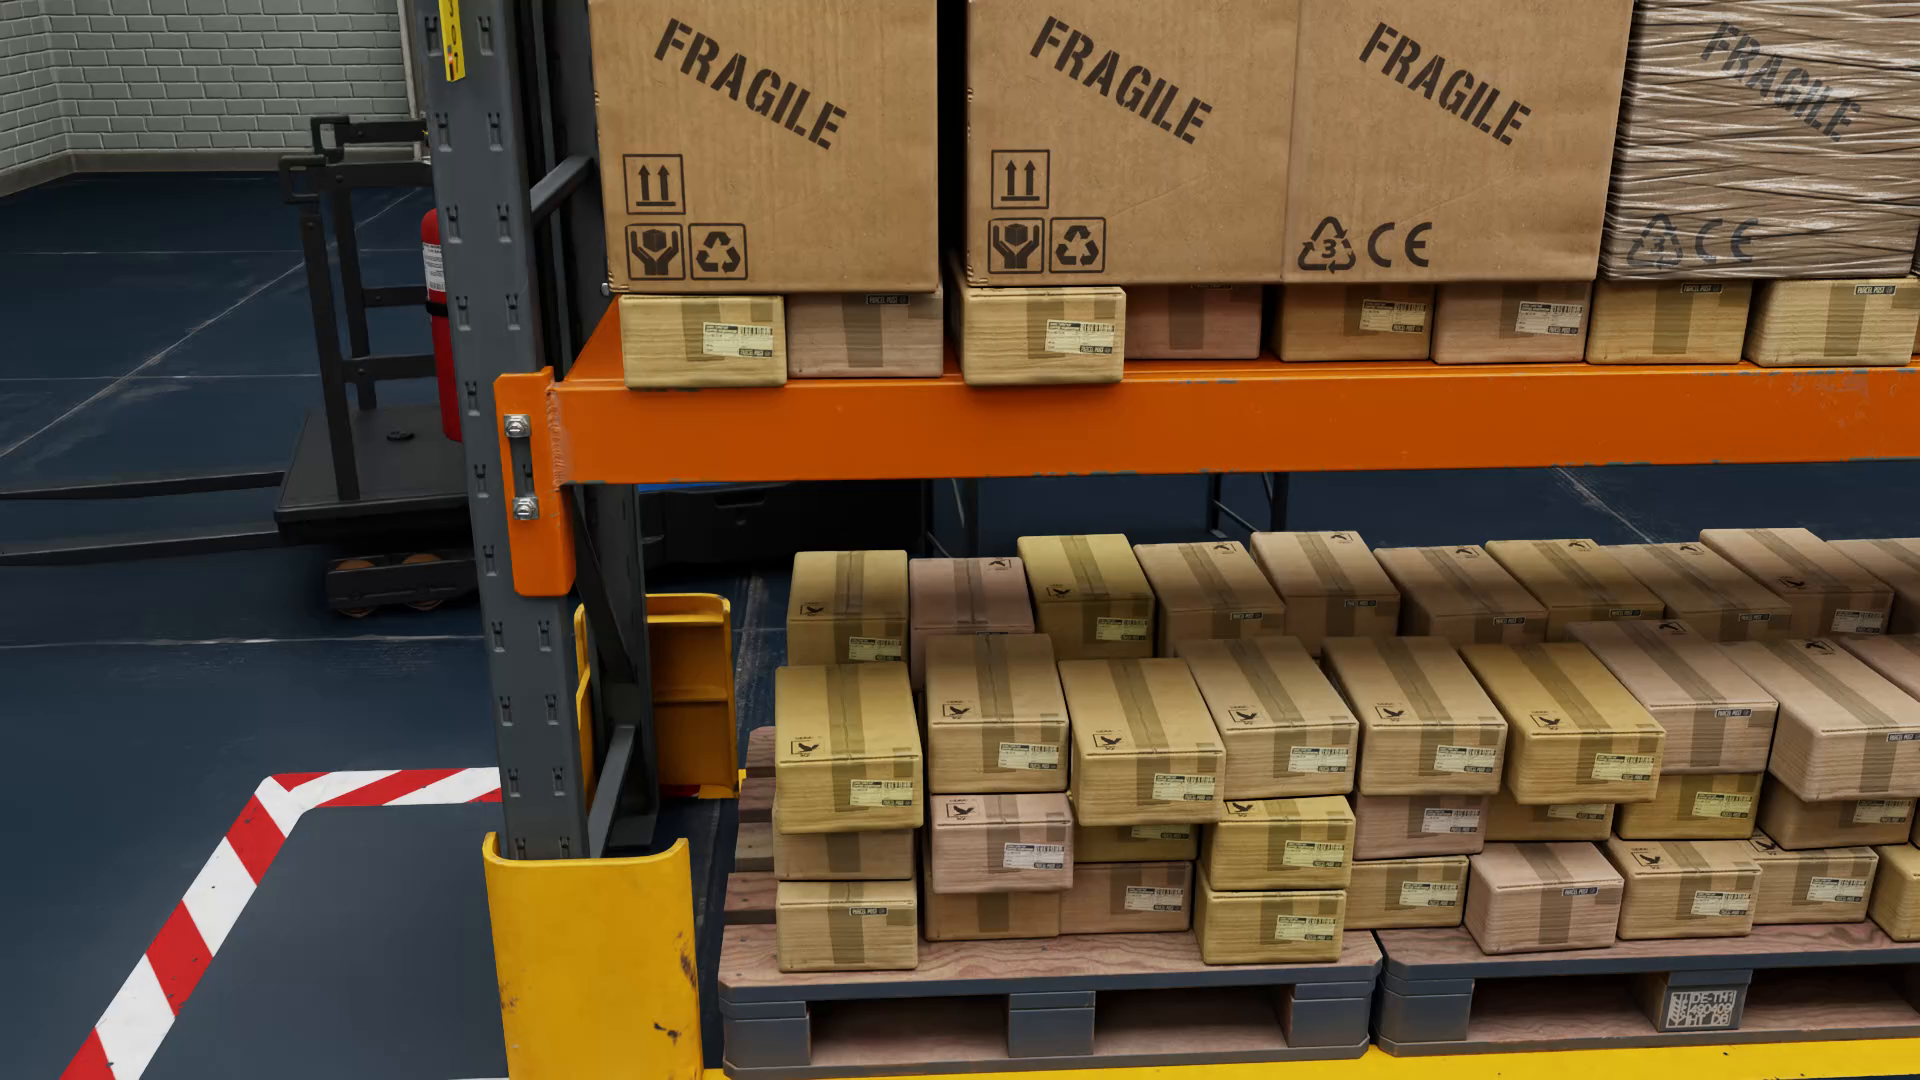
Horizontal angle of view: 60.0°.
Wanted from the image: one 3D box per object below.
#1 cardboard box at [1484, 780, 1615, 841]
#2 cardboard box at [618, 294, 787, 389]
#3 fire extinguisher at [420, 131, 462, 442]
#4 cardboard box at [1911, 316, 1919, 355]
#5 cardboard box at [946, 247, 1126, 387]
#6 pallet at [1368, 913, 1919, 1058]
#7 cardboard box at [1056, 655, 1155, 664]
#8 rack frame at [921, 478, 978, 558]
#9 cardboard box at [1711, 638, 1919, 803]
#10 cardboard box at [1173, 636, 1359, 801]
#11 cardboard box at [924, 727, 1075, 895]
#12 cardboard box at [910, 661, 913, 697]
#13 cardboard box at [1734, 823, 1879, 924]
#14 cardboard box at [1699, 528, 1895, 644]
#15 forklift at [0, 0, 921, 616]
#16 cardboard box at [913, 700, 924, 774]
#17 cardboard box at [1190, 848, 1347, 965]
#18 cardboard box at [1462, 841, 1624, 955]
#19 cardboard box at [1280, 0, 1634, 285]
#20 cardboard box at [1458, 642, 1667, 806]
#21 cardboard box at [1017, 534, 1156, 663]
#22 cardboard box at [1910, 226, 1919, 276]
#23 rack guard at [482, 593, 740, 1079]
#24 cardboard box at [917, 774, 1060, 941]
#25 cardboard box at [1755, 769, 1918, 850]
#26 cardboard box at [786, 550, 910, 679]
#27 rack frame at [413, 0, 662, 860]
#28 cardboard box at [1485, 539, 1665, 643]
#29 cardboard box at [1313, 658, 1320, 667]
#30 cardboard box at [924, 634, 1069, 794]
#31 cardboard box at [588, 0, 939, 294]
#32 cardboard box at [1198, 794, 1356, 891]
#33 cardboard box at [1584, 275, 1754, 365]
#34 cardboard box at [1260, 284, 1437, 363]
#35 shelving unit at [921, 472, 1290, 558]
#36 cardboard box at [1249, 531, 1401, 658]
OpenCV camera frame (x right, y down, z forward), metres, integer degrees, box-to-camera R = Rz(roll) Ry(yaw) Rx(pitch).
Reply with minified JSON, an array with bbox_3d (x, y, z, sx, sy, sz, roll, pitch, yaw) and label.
[{"bbox_3d":[1.095,0.431,3.271,0.250,0.149,0.380,0,21,0],"label":"cardboard box"},{"bbox_3d":[-0.407,-0.371,2.733,0.250,0.149,0.380,-1,21,-3],"label":"cardboard box"},{"bbox_3d":[-1.027,-0.547,3.474,0.183,0.674,0.296,-1,21,-3],"label":"fire extinguisher"},{"bbox_3d":[1.666,-0.446,2.931,0.250,0.149,0.380,-1,21,-4],"label":"cardboard box"},{"bbox_3d":[0.116,-0.378,2.750,0.250,0.149,0.380,-2,21,-5],"label":"cardboard box"},{"bbox_3d":[1.355,0.676,3.550,1.213,0.211,1.003,-1,21,-3],"label":"pallet"},{"bbox_3d":[0.280,0.275,3.681,0.250,0.149,0.380,-2,21,-5],"label":"cardboard box"},{"bbox_3d":[-0.037,-0.546,4.946,0.032,1.500,0.500,-6,22,-16],"label":"rack frame"},{"bbox_3d":[1.606,0.331,3.117,0.250,0.149,0.380,-2,21,-5],"label":"cardboard box"},{"bbox_3d":[0.563,0.327,3.126,0.250,0.149,0.380,-2,21,-6],"label":"cardboard box"},{"bbox_3d":[0.065,0.494,3.107,0.250,0.149,0.380,-1,21,-3],"label":"cardboard box"},{"bbox_3d":[-0.239,0.286,3.651,0.250,0.149,0.380,-2,21,-5],"label":"cardboard box"},{"bbox_3d":[1.574,0.588,3.278,0.250,0.149,0.380,-1,21,-2],"label":"cardboard box"},{"bbox_3d":[1.842,0.108,3.701,0.250,0.149,0.380,-1,21,-2],"label":"cardboard box"},{"bbox_3d":[-1.683,-1.348,5.043,3.031,2.935,1.130,-6,22,-14],"label":"forklift"},{"bbox_3d":[0.015,0.412,3.741,0.250,0.149,0.380,-1,21,-1],"label":"cardboard box"},{"bbox_3d":[0.558,0.633,3.160,0.250,0.149,0.380,-1,21,-2],"label":"cardboard box"},{"bbox_3d":[1.061,0.619,3.195,0.250,0.149,0.380,-2,21,-6],"label":"cardboard box"},{"bbox_3d":[0.737,-0.721,2.739,0.500,0.500,0.500,-1,21,-2],"label":"cardboard box"},{"bbox_3d":[1.106,0.336,3.104,0.250,0.149,0.380,-1,21,-2],"label":"cardboard box"},{"bbox_3d":[0.270,0.124,3.661,0.250,0.149,0.380,-2,21,-4],"label":"cardboard box"},{"bbox_3d":[1.762,-0.736,2.779,0.500,0.500,0.500,-1,21,-3],"label":"cardboard box"},{"bbox_3d":[-0.673,0.568,3.426,0.348,0.500,1.175,-1,21,-3],"label":"rack guard"},{"bbox_3d":[0.049,0.606,3.229,0.250,0.149,0.380,-1,21,-3],"label":"cardboard box"},{"bbox_3d":[1.634,0.439,3.251,0.250,0.149,0.380,-2,21,-6],"label":"cardboard box"},{"bbox_3d":[-0.235,0.159,3.569,0.250,0.149,0.380,-1,21,-2],"label":"cardboard box"},{"bbox_3d":[-0.749,-0.598,2.977,0.127,3.000,1.000,-1,21,-3],"label":"rack frame"},{"bbox_3d":[1.327,0.134,3.633,0.250,0.149,0.380,-1,21,-3],"label":"cardboard box"},{"bbox_3d":[0.796,0.260,3.720,0.250,0.149,0.380,-1,21,-2],"label":"cardboard box"},{"bbox_3d":[0.062,0.321,3.142,0.250,0.149,0.380,-1,21,-2],"label":"cardboard box"},{"bbox_3d":[-0.285,-0.695,2.673,0.500,0.500,0.500,0,21,0],"label":"cardboard box"},{"bbox_3d":[0.567,0.491,3.115,0.250,0.149,0.380,-1,21,-1],"label":"cardboard box"},{"bbox_3d":[1.147,-0.421,2.864,0.250,0.149,0.380,0,21,-1],"label":"cardboard box"},{"bbox_3d":[0.639,-0.428,2.883,0.250,0.149,0.380,-1,21,-4],"label":"cardboard box"},{"bbox_3d":[0.448,-0.600,5.090,1.048,1.500,0.538,-6,22,-16],"label":"shelving unit"},{"bbox_3d":[0.797,0.116,3.682,0.250,0.149,0.380,0,21,-1],"label":"cardboard box"}]
